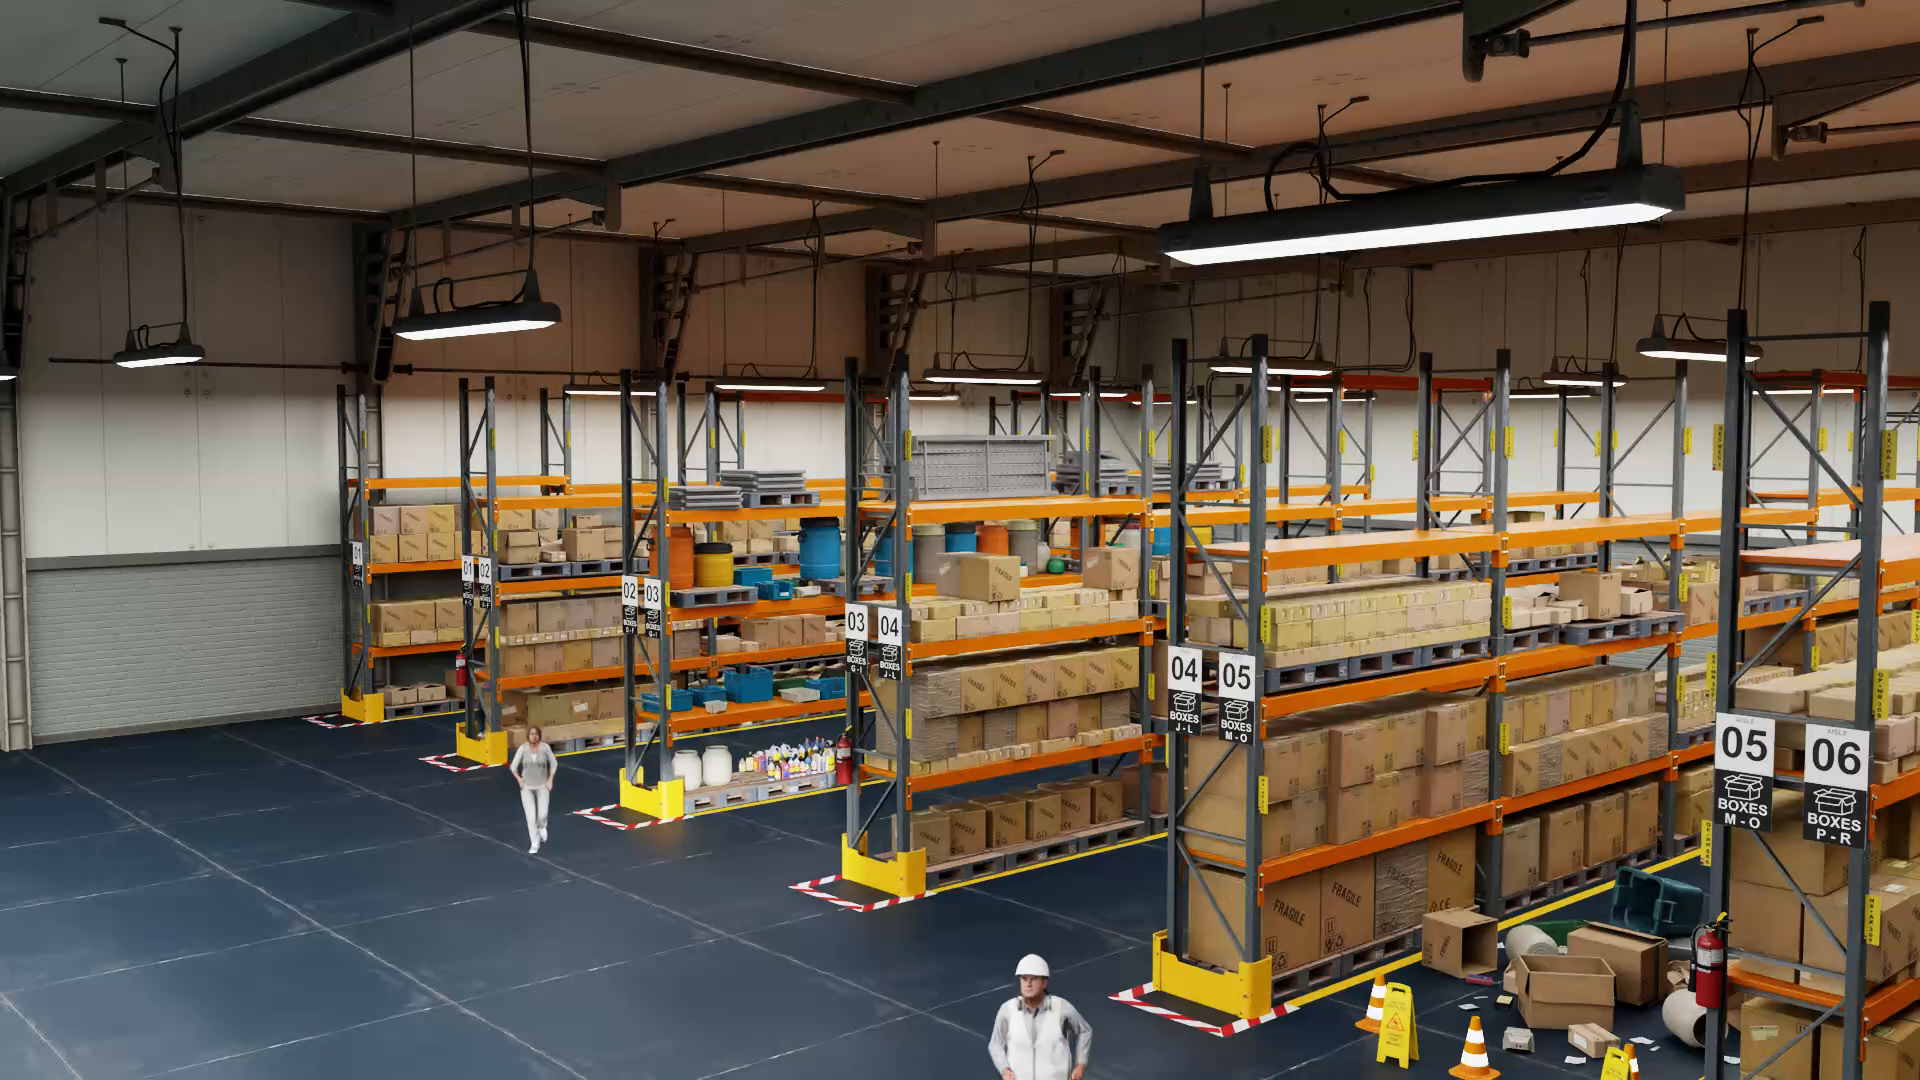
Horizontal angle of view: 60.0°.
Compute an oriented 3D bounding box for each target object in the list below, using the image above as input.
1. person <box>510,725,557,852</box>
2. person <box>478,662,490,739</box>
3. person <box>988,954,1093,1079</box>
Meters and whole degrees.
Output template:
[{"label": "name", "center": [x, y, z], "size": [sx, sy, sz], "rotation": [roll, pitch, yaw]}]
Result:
[{"label": "person", "center": [-5.237, 3.048, 20.440], "size": [0.559, 1.569, 0.542], "rotation": [-1, 4, -14]}, {"label": "person", "center": [-7.841, 2.526, 27.942], "size": [0.507, 1.646, 0.728], "rotation": [2, 4, 31]}, {"label": "person", "center": [0.508, 3.580, 10.852], "size": [0.672, 1.729, 0.592], "rotation": [1, 4, 10]}]
